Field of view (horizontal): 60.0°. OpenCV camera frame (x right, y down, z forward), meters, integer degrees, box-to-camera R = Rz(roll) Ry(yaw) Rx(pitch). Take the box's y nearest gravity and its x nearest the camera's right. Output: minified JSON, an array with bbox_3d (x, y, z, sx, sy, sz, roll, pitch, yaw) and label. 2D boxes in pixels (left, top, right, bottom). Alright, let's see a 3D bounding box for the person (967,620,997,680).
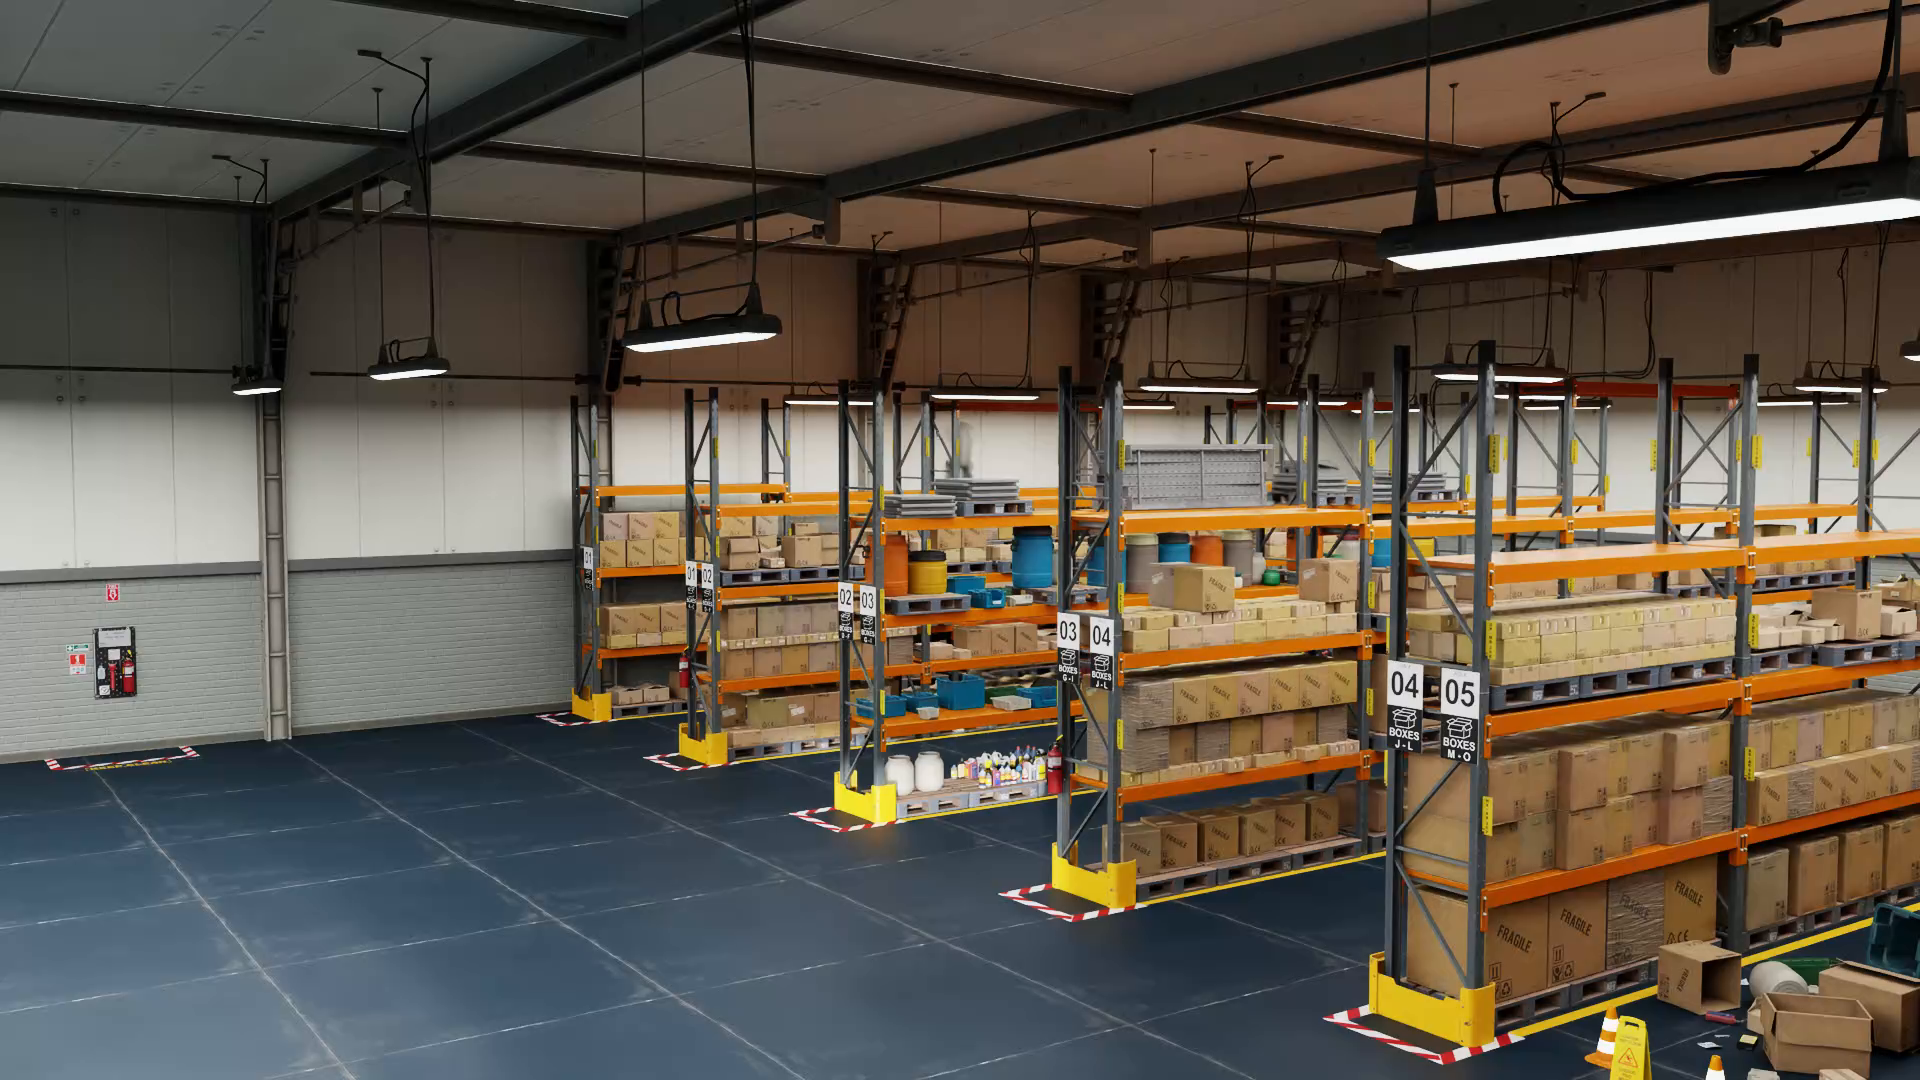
[{"bbox_3d":[0.401,2.328,33.373,0.578,1.688,0.665,-3,4,-39],"label":"person"}]
